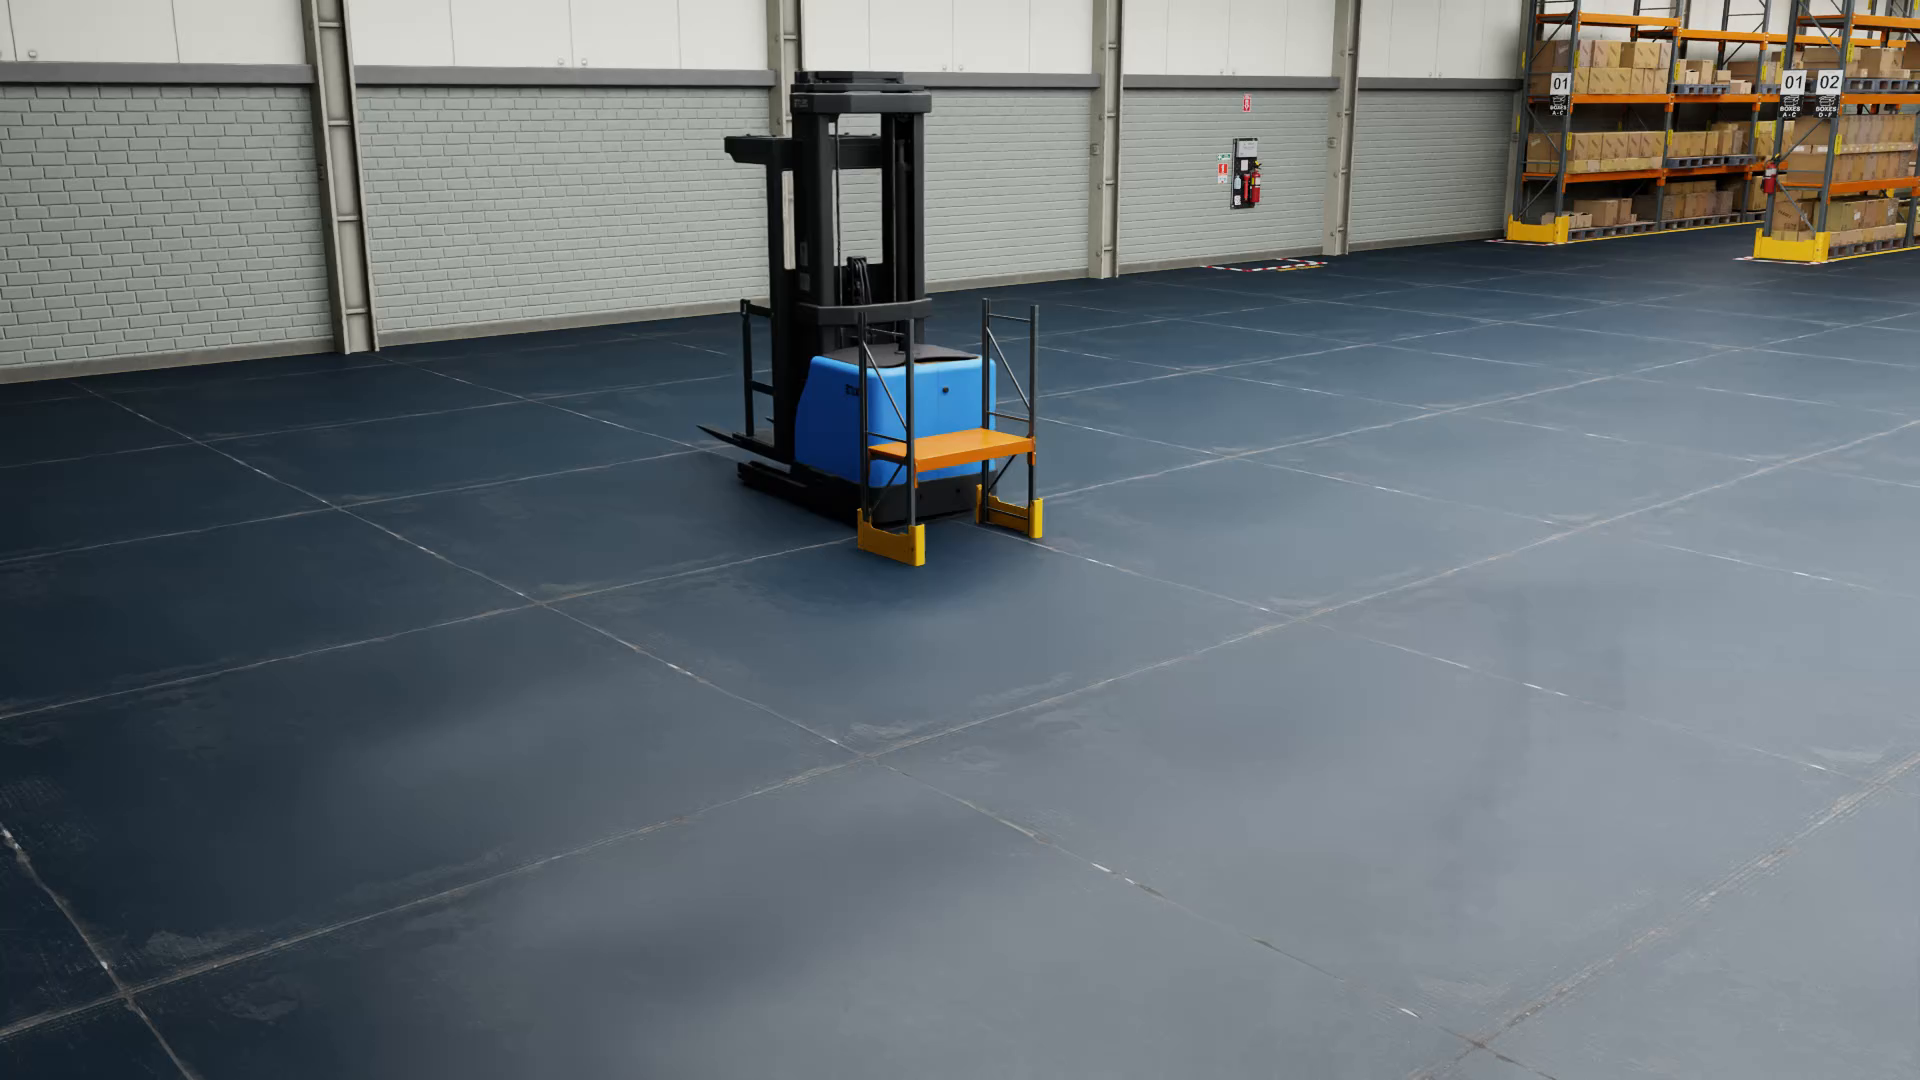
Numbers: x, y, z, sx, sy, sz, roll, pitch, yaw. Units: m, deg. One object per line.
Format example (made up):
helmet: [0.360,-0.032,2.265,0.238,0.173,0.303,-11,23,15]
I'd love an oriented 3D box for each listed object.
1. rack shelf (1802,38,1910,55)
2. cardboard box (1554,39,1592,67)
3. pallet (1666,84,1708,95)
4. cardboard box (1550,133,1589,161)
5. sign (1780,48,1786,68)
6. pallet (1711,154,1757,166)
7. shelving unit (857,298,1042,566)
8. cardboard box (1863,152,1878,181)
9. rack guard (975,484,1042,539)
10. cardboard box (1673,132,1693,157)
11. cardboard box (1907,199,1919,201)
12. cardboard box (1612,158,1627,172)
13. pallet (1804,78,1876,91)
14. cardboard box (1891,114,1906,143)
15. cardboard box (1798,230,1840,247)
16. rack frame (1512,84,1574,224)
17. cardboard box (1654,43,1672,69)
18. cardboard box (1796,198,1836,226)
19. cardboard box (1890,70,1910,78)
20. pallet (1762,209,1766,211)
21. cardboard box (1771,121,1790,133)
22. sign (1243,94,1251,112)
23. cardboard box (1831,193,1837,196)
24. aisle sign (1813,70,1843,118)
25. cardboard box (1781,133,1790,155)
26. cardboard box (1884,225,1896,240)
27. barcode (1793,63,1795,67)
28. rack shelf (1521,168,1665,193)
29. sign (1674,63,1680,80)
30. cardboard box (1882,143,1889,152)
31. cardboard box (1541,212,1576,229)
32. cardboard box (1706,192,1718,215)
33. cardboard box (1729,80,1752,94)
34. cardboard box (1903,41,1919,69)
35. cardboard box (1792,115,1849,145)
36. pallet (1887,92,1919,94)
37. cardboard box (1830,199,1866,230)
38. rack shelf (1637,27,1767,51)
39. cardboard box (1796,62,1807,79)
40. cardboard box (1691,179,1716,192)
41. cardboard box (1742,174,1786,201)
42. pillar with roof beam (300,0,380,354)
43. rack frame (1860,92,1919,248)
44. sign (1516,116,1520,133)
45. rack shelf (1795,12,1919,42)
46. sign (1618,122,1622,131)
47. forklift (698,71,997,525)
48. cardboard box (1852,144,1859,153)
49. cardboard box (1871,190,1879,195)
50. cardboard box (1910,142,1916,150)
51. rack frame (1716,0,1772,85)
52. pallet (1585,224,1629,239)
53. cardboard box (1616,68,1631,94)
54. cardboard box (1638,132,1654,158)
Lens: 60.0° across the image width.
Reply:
rack shelf: [21.917,-12.088,40.736,4.000,0.370,1.077,-13,19,-39]
cardboard box: [11.805,-9.367,32.022,0.500,0.500,0.500,14,21,43]
pallet: [14.908,-9.479,34.974,1.003,0.211,1.213,-13,19,-39]
cardboard box: [11.913,-7.681,32.490,0.500,0.500,0.500,-13,19,-39]
sign: [14.264,-8.342,28.792,0.005,0.325,0.100,-13,19,-39]
pallet: [16.923,-8.480,37.055,1.003,0.211,1.213,-13,19,-39]
shelving unit: [-0.058,-0.712,10.508,1.083,1.500,0.587,-13,19,-39]
cardboard box: [16.136,-6.783,30.136,0.500,0.500,0.700,-12,19,-38]
rack guard: [0.318,-0.192,10.985,0.087,0.250,0.587,-13,19,-39]
cardboard box: [15.205,-8.470,35.601,0.500,0.500,0.700,-10,18,-34]
cardboard box: [19.280,-6.687,33.401,0.500,0.311,0.500,-13,20,-41]
cardboard box: [13.085,-7.578,33.559,0.500,0.250,0.500,-12,19,-39]
pallet: [15.160,-7.916,28.932,1.213,0.211,1.003,-13,19,-39]
cardboard box: [16.916,-7.585,30.627,0.500,0.500,0.700,-13,20,-39]
cardboard box: [15.160,-5.317,29.357,0.500,0.250,0.500,-13,19,-39]
rack frame: [11.355,-7.359,32.486,0.127,3.000,1.000,-13,19,-39]
cardboard box: [14.173,-9.889,33.976,0.500,0.500,0.500,14,20,42]
cardboard box: [15.564,-5.953,30.284,0.500,0.500,0.500,-13,19,-39]
cardboard box: [16.897,-8.413,30.024,0.250,0.149,0.380,-13,19,-39]
pallet: [18.954,-7.691,39.135,1.213,0.211,1.003,-13,19,-39]
cardboard box: [18.682,-9.481,38.171,0.500,0.250,0.500,-12,19,-39]
sign: [4.828,-7.356,27.984,0.199,0.298,0.001,-13,19,-39]
cardboard box: [21.039,-8.493,40.765,0.500,0.500,0.700,-12,19,-39]
aisle sign: [14.761,-7.580,28.278,0.004,0.787,0.394,-13,19,-39]
cardboard box: [18.701,-9.119,38.267,0.500,0.500,0.500,-13,20,-40]
cardboard box: [17.037,-5.743,30.953,0.500,0.250,0.500,-13,19,-39]
barcode: [14.521,-8.270,28.959,0.075,0.075,0.001,-13,19,-39]
rack shelf: [12.864,-7.350,33.848,4.000,0.370,1.077,-13,19,-39]
sign: [14.735,-9.631,34.179,0.005,0.325,0.100,-13,19,-39]
cardboard box: [16.604,-7.132,30.186,0.250,0.149,0.380,-12,19,-38]
cardboard box: [11.936,-6.372,33.150,0.500,0.311,0.500,13,20,41]
cardboard box: [16.416,-7.522,37.089,0.500,0.500,0.700,-13,20,-39]
cardboard box: [17.024,-9.955,36.528,0.500,0.311,0.500,-13,19,-39]
cardboard box: [18.119,-9.111,31.259,0.500,0.500,0.500,-12,19,-39]
cardboard box: [15.010,-7.156,29.018,0.500,0.500,0.700,-13,19,-39]
pallet: [18.284,-8.581,31.622,1.217,0.209,0.805,-14,20,-42]
cardboard box: [15.905,-5.851,29.905,0.500,0.500,0.500,-13,19,-39]
rack shelf: [15.882,-10.733,35.662,4.000,0.370,1.077,-13,19,-39]
cardboard box: [19.294,-10.867,38.762,0.500,0.500,0.700,-13,20,-40]
cardboard box: [16.410,-7.865,36.919,0.500,0.250,0.500,-12,19,-38]
cardboard box: [18.696,-8.124,38.705,0.750,0.750,0.750,-13,20,-40]
pillar with roof beam: [-3.964,-5.640,14.428,0.400,9.000,9.100,-13,19,-39]
rack frame: [17.627,-7.073,31.415,0.127,3.000,1.000,-13,19,-39]
sign: [11.006,-8.182,32.713,0.005,0.325,0.100,-13,19,-39]
rack shelf: [16.119,-9.091,29.517,4.000,0.370,1.077,-13,19,-39]
sign: [14.006,-8.703,35.276,0.005,0.325,0.100,-13,19,-39]
forklift: [-0.983,-1.845,11.979,1.130,2.935,3.031,-10,18,-33]
cardboard box: [15.626,-6.911,29.359,0.250,0.149,0.380,-13,20,-40]
cardboard box: [22.963,-8.926,42.385,0.500,0.500,0.700,-13,19,-39]
cardboard box: [17.563,-7.346,30.990,0.250,0.149,0.380,-13,20,-39]
rack frame: [17.390,-11.612,36.786,0.127,3.000,1.000,-13,19,-39]
pallet: [12.969,-6.361,34.154,1.213,0.211,1.003,-13,19,-39]
cardboard box: [12.979,-9.141,33.116,0.500,0.500,0.500,-11,19,-36]
cardboard box: [13.846,-8.110,34.097,0.500,0.500,0.500,-13,20,-40]
